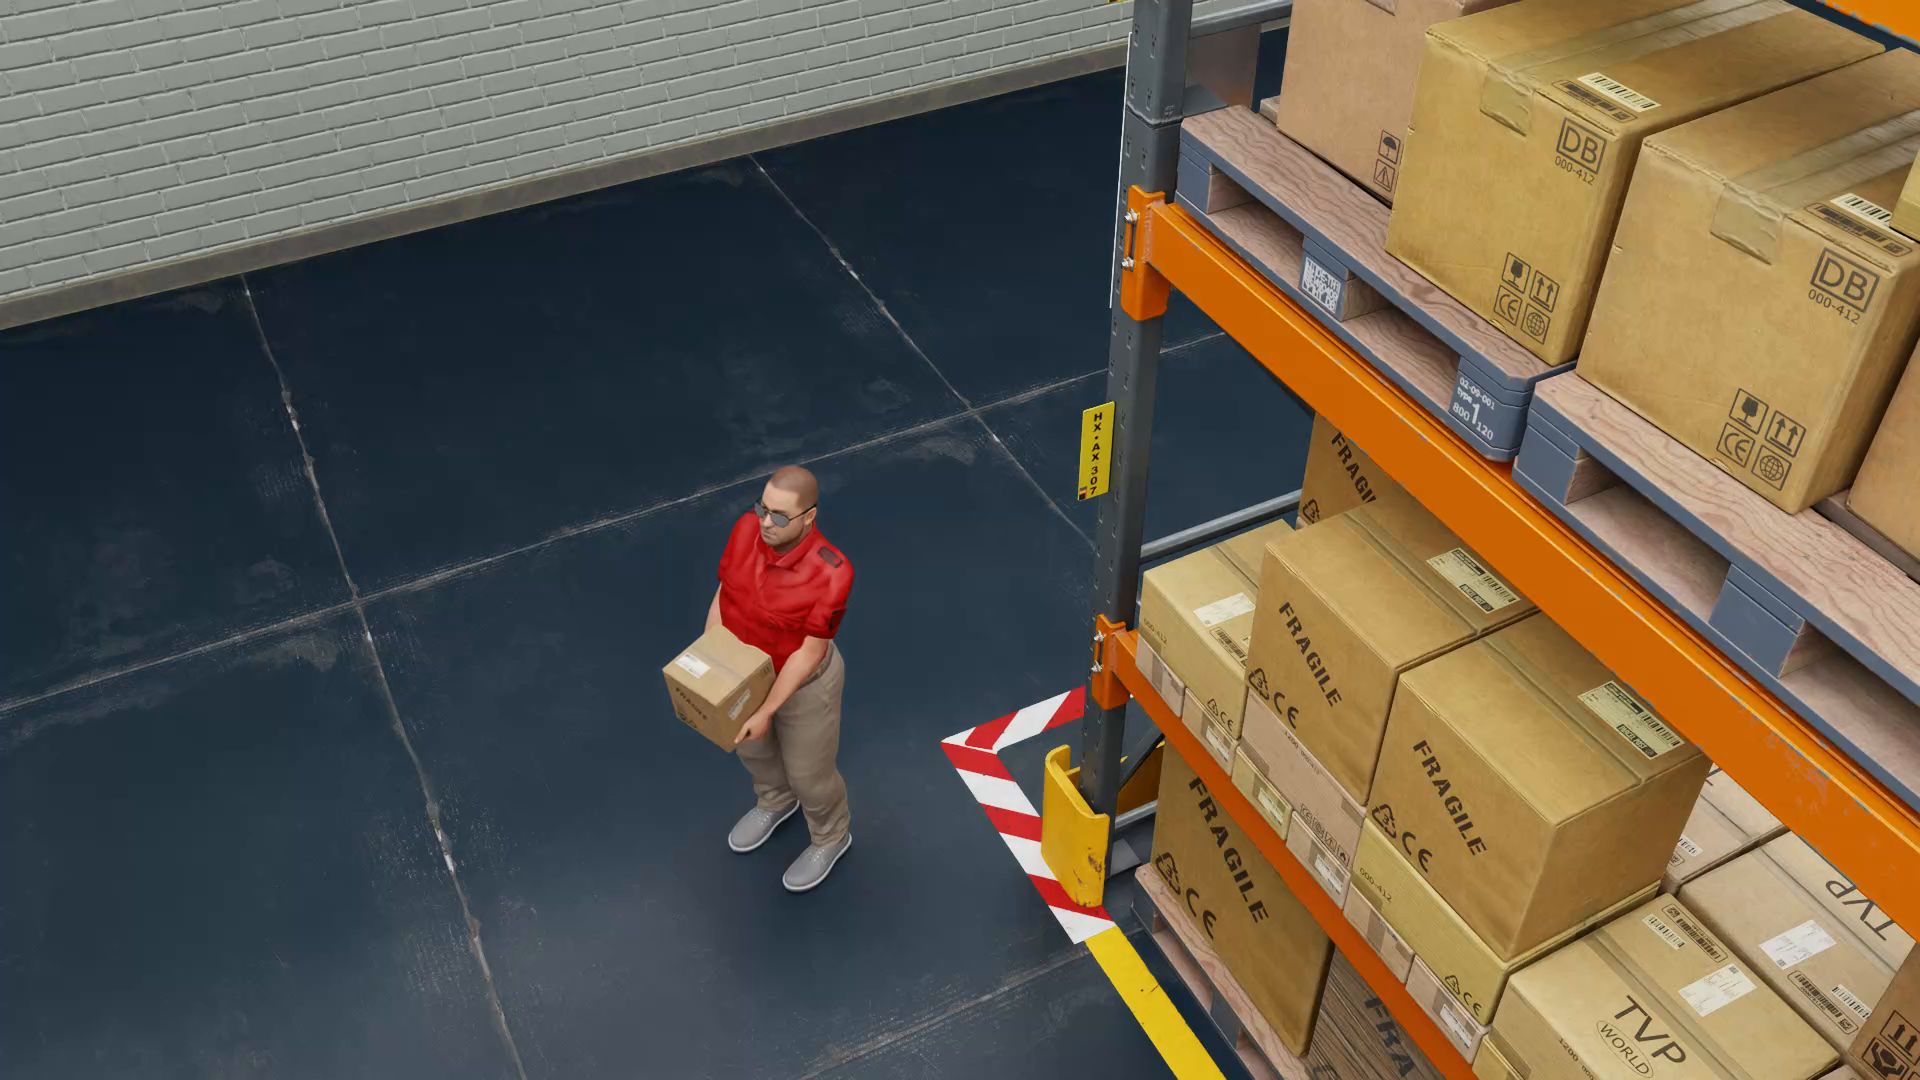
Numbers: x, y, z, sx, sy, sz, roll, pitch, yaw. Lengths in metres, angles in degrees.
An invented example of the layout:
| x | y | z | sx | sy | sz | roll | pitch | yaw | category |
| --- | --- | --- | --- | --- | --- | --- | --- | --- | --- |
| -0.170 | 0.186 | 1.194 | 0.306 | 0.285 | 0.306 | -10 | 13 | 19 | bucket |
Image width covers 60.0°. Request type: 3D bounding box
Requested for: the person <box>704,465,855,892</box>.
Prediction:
| x | y | z | sx | sy | sz | roll | pitch | yaw | category |
| --- | --- | --- | --- | --- | --- | --- | --- | --- | --- |
| -0.639 | 0.516 | 5.586 | 0.494 | 1.712 | 0.530 | 29 | 49 | 29 | person |
